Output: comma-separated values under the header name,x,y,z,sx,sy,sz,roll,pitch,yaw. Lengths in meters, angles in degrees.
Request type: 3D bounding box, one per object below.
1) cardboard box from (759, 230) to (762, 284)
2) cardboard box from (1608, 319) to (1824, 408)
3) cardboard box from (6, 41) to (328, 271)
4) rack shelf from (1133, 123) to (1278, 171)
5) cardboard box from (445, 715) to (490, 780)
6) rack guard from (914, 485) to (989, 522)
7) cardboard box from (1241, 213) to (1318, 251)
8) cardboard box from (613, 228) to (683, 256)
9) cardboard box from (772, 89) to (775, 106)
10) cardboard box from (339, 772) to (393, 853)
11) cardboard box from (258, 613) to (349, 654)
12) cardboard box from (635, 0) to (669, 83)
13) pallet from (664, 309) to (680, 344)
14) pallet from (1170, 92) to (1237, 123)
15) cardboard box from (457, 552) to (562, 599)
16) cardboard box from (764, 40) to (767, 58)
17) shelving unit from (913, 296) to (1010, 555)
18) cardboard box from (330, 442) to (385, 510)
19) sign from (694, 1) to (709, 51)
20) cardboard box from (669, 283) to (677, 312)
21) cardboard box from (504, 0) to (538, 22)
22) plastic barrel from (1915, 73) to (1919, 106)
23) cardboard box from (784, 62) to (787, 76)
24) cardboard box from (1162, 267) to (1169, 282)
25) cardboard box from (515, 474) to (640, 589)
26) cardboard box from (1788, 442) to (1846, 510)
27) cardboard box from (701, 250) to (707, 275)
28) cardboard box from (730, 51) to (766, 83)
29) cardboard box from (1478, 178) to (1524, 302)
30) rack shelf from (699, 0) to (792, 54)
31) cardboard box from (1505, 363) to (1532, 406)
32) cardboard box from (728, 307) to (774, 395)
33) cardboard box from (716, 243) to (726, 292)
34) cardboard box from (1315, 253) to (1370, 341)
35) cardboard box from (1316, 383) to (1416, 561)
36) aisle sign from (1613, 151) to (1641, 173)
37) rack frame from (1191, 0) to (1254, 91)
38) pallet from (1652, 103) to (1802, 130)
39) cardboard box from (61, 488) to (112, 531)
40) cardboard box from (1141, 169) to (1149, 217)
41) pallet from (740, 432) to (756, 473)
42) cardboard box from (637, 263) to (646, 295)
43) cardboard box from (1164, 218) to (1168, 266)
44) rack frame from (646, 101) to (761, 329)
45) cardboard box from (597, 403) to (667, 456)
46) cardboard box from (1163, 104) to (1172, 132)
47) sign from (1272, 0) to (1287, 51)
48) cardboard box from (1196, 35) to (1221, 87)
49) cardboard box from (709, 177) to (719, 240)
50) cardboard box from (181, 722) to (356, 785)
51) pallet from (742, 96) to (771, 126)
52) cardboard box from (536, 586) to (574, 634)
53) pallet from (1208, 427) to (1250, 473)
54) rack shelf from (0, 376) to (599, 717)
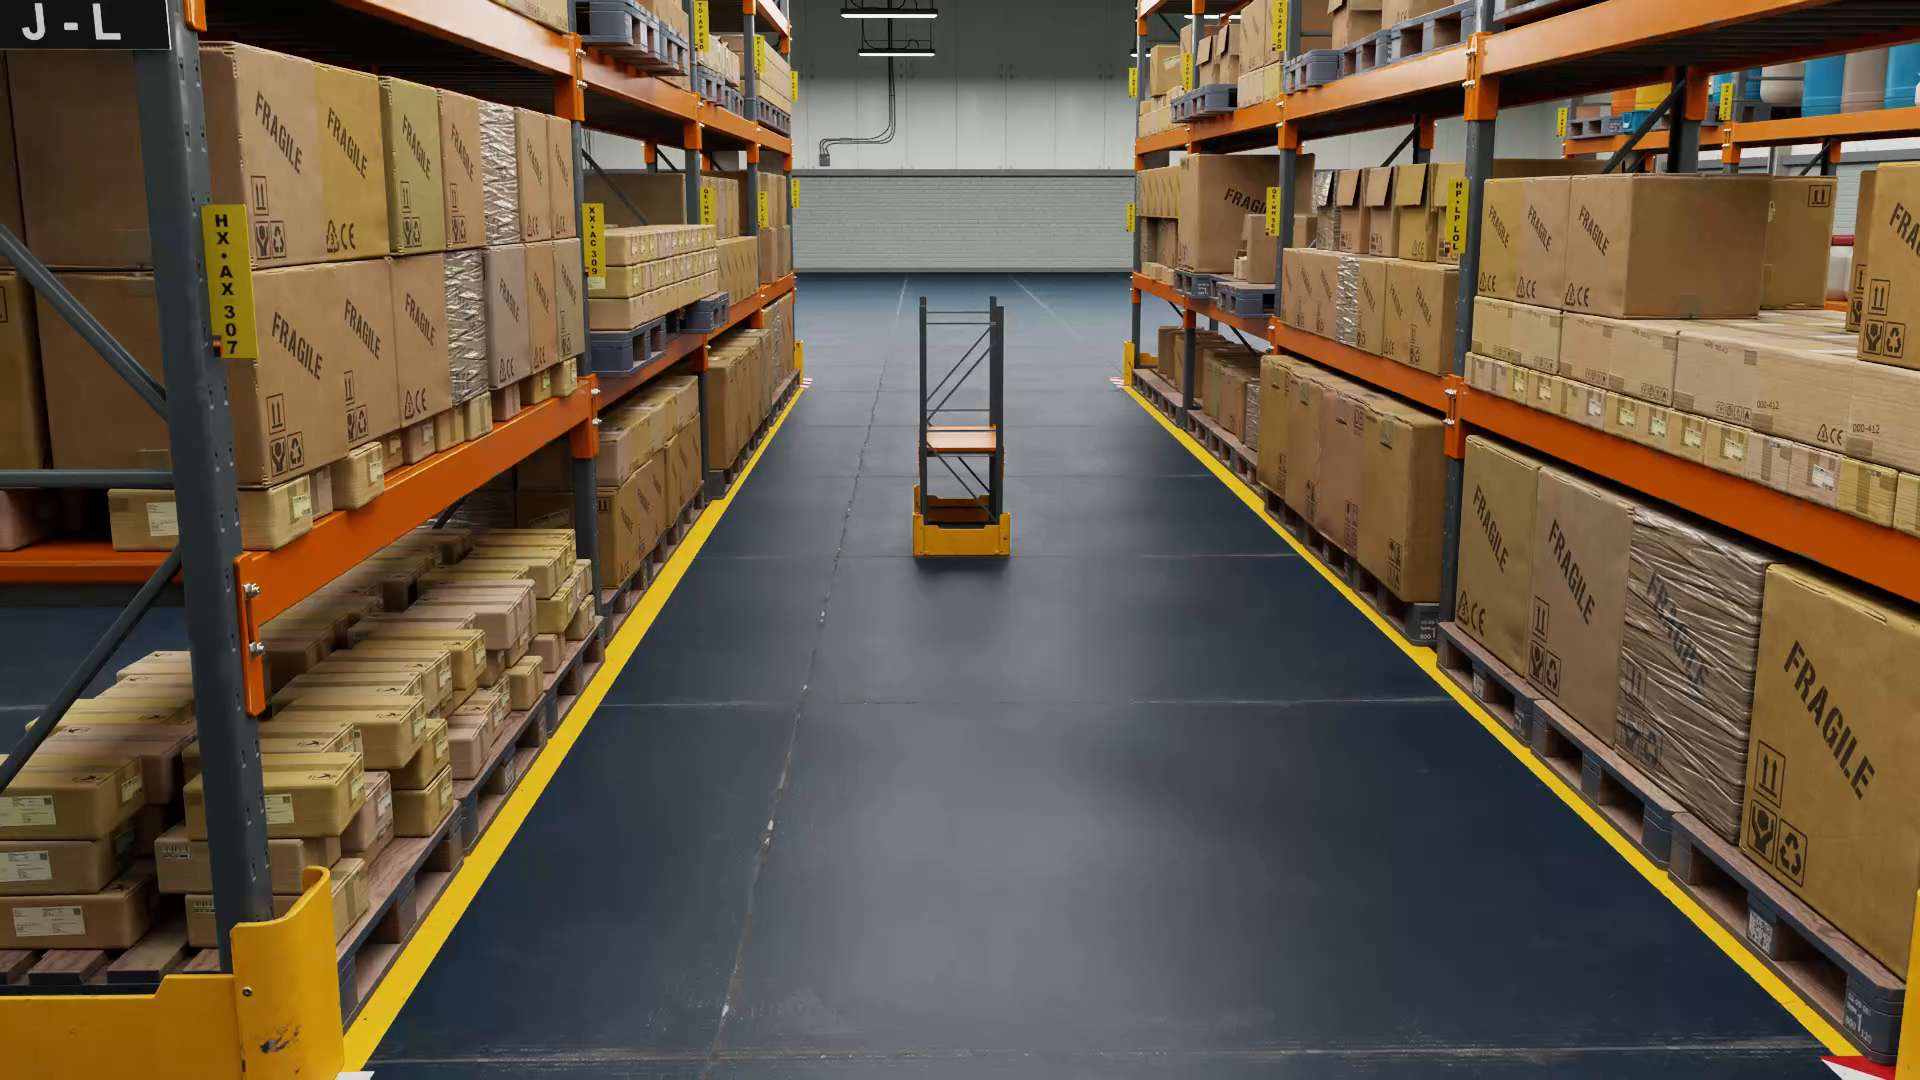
name,x,y,z,sx,sy,sz,roll,pitch,yaw
cardboard box,-2.414,-2.769,16.284,0.875,0.550,0.550,0,11,-1
cardboard box,2.538,-0.600,5.604,0.500,0.250,0.500,0,11,-1
cardboard box,-1.856,-0.902,3.948,0.500,0.500,0.500,0,11,-2
rack shelf,2.560,-4.028,17.134,1.077,0.370,4.000,0,11,-1
cardboard box,-1.817,0.706,5.648,0.380,0.149,0.250,-1,11,-4
rack guard,-0.012,-0.237,11.097,0.587,0.250,0.087,0,11,-1
cardboard box,2.729,-2.425,13.652,0.797,0.503,0.637,1,12,5
cardboard box,-1.780,-1.687,9.411,0.380,0.149,0.250,0,11,1
cardboard box,-2.056,-4.441,16.686,0.380,0.149,0.250,0,11,-1
cardboard box,-1.815,0.759,4.642,0.380,0.149,0.250,0,11,-1
cardboard box,-2.388,0.358,5.870,0.380,0.149,0.250,0,11,-1
cardboard box,-1.982,-2.925,9.638,0.500,0.500,0.500,0,11,-1
pallet,-2.196,-1.230,9.560,1.003,0.211,1.213,0,11,-1
pallet,2.507,-3.768,14.514,1.213,0.211,1.003,0,11,-1
cardboard box,-1.870,0.147,6.907,0.380,0.149,0.250,0,11,-2
cardboard box,-2.039,-4.680,15.857,0.380,0.149,0.250,0,11,-2
shelving unit,-0.002,-0.750,10.485,0.587,1.500,1.083,0,11,-1
cardboard box,-1.790,-0.174,4.504,0.380,0.149,0.250,-1,11,-3
sign,-1.735,-3.443,11.139,0.100,0.325,0.005,0,11,-1
cardboard box,-1.775,-1.345,9.219,0.380,0.149,0.250,0,11,-2
cardboard box,-1.916,-2.123,6.313,0.500,0.250,0.500,0,11,-1
plastic barrel,7.376,-3.392,12.539,0.301,0.262,0.301,0,11,0
cardboard box,-2.088,-5.134,18.095,0.380,0.149,0.250,0,11,0
cardboard box,2.286,-2.729,17.100,0.380,0.149,0.250,0,11,-1
cardboard box,-1.945,-0.051,8.497,0.500,0.500,0.500,0,11,1
cardboard box,2.501,-0.176,4.512,0.380,0.149,0.250,0,11,-1
cardboard box,-1.797,-1.744,10.440,0.380,0.149,0.250,0,11,0
cardboard box,-2.090,-4.408,15.519,0.500,0.250,0.500,0,11,-1
cardboard box,2.521,-1.266,6.998,0.500,0.500,0.500,0,11,-1
rack shelf,-2.401,-5.302,16.874,1.077,0.370,4.000,0,11,-1
cardboard box,2.451,-0.635,6.775,0.380,0.149,0.250,0,11,1
cardboard box,-2.303,-1.802,16.186,0.875,0.875,0.875,0,11,0
cardboard box,-2.030,-1.958,12.414,0.500,0.500,0.500,0,11,-2
cardboard box,2.449,-1.465,9.983,0.500,0.500,0.500,0,11,-2
cardboard box,2.714,-0.392,9.234,1.225,0.875,0.875,-1,11,-3
aisle sign,7.766,-4.618,19.238,0.394,0.787,0.004,0,11,-1
rack frame,2.601,-5.453,14.804,1.000,3.000,0.127,0,11,-1
pallet,7.440,-4.054,15.927,1.213,0.211,1.003,0,11,-1
cardboard box,-2.369,-0.117,4.225,0.380,0.149,0.250,0,11,-1
cardboard box,2.260,-3.783,18.147,0.500,0.500,0.500,0,11,-1
pallet,-2.241,-0.750,13.724,1.003,0.211,1.213,0,11,-1
cardboard box,-1.750,-1.282,8.164,0.380,0.149,0.250,0,11,-2
cardboard box,2.598,-3.095,17.273,0.875,0.500,0.500,0,11,-1
rack frame,-2.360,-2.513,15.399,1.000,3.000,0.127,0,11,-1
cardboard box,-1.965,-0.626,9.444,0.500,0.250,0.500,0,11,1
cardboard box,2.314,-4.204,16.570,0.500,0.250,0.500,0,11,-2
sign,2.141,-3.439,11.123,0.100,0.325,0.005,0,11,-1
cardboard box,2.512,-4.145,14.588,0.797,0.503,0.637,-1,11,-4
cardboard box,-2.312,-2.650,13.310,0.700,0.500,0.500,0,11,-2
cardboard box,-1.909,0.613,4.612,0.380,0.149,0.250,0,11,0
pallet,-2.367,-4.102,15.912,1.003,0.211,1.213,0,11,-1
cardboard box,-1.829,0.292,6.944,0.380,0.149,0.250,-1,11,-3
pallet,2.647,-0.748,13.717,1.003,0.211,1.213,0,11,-1
rack shelf,-2.153,-0.172,5.673,1.077,0.370,4.000,0,11,-1
